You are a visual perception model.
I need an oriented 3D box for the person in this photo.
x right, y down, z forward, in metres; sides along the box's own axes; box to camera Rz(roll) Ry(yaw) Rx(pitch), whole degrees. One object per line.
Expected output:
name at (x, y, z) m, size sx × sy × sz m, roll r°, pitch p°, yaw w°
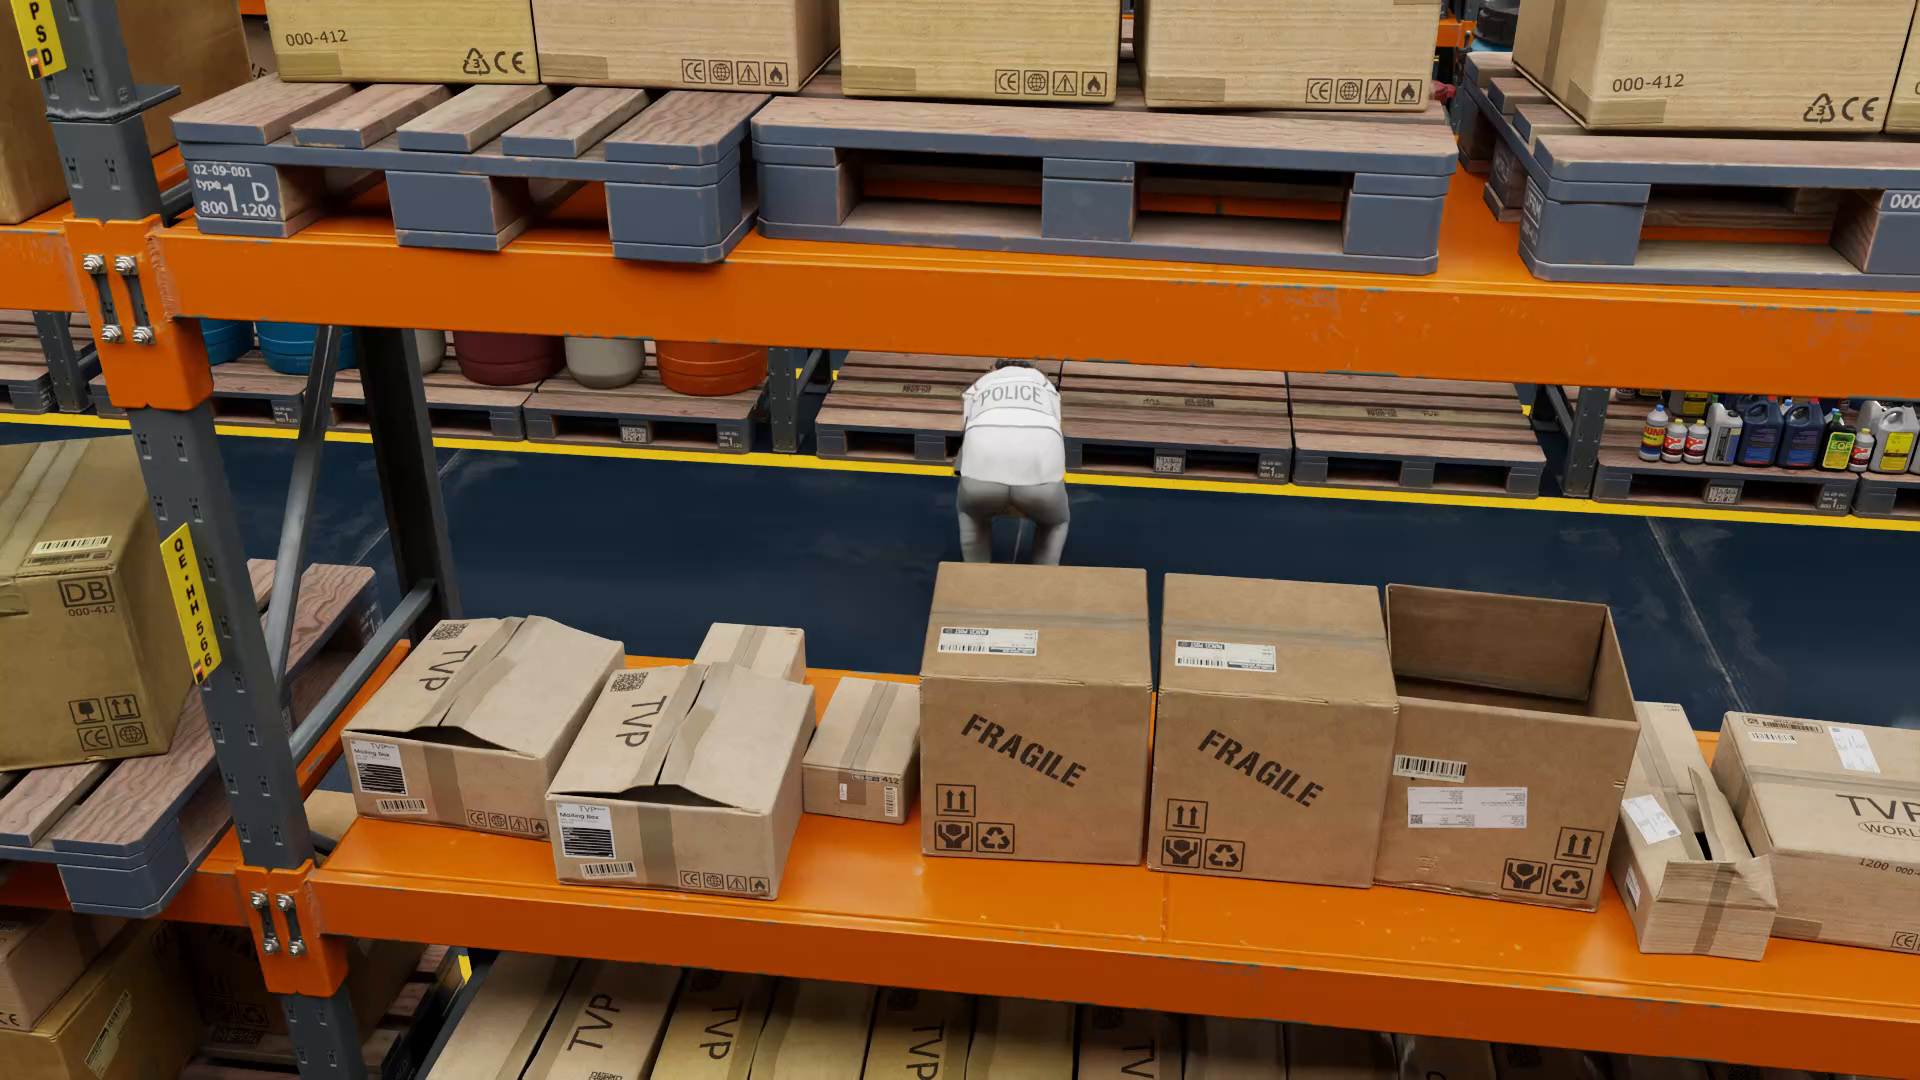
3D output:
person at (0.232, -0.216, 7.168) m, size 0.496 × 1.049 × 0.936 m, roll 2°, pitch 29°, yaw 4°
